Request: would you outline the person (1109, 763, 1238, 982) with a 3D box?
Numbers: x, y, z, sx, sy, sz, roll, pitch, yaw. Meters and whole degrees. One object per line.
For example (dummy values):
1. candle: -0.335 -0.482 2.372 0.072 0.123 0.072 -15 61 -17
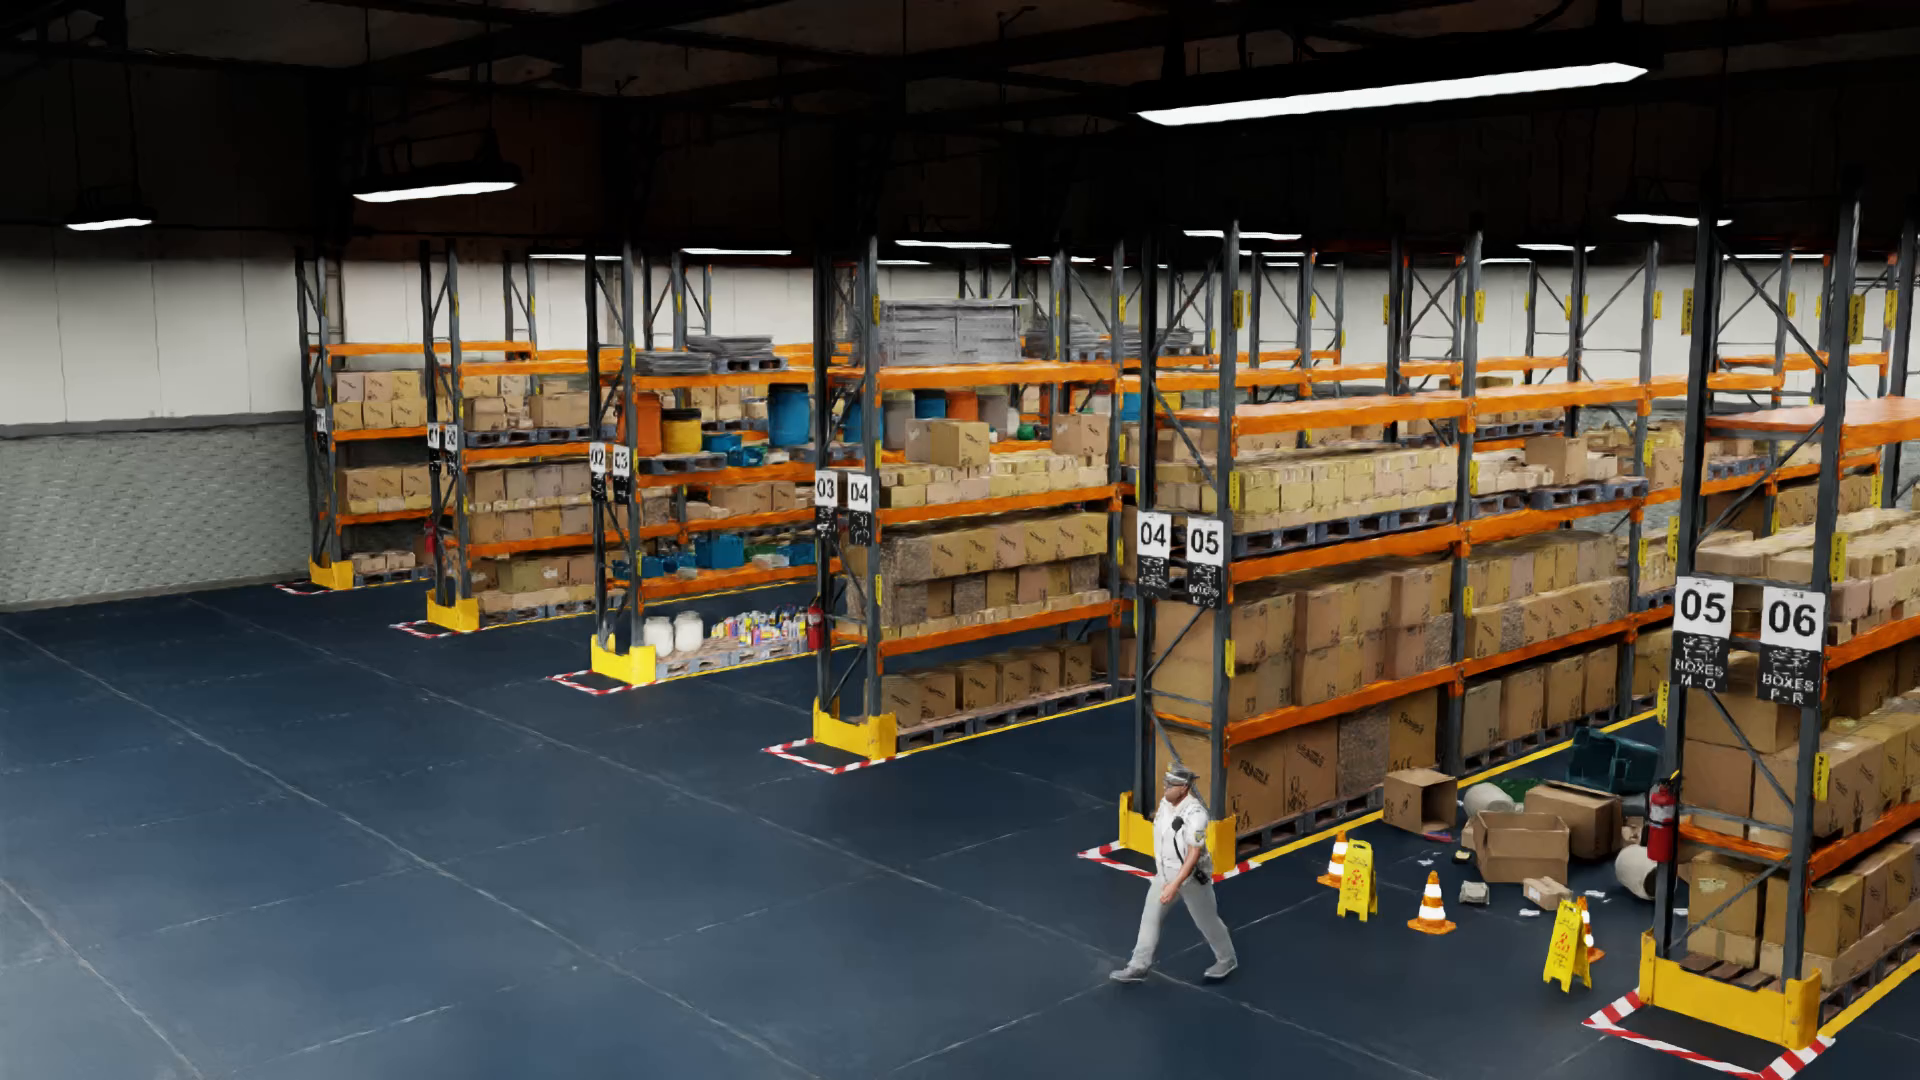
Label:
1. person: 1.646 2.493 12.475 1.040 1.707 0.533 -6 10 -34
